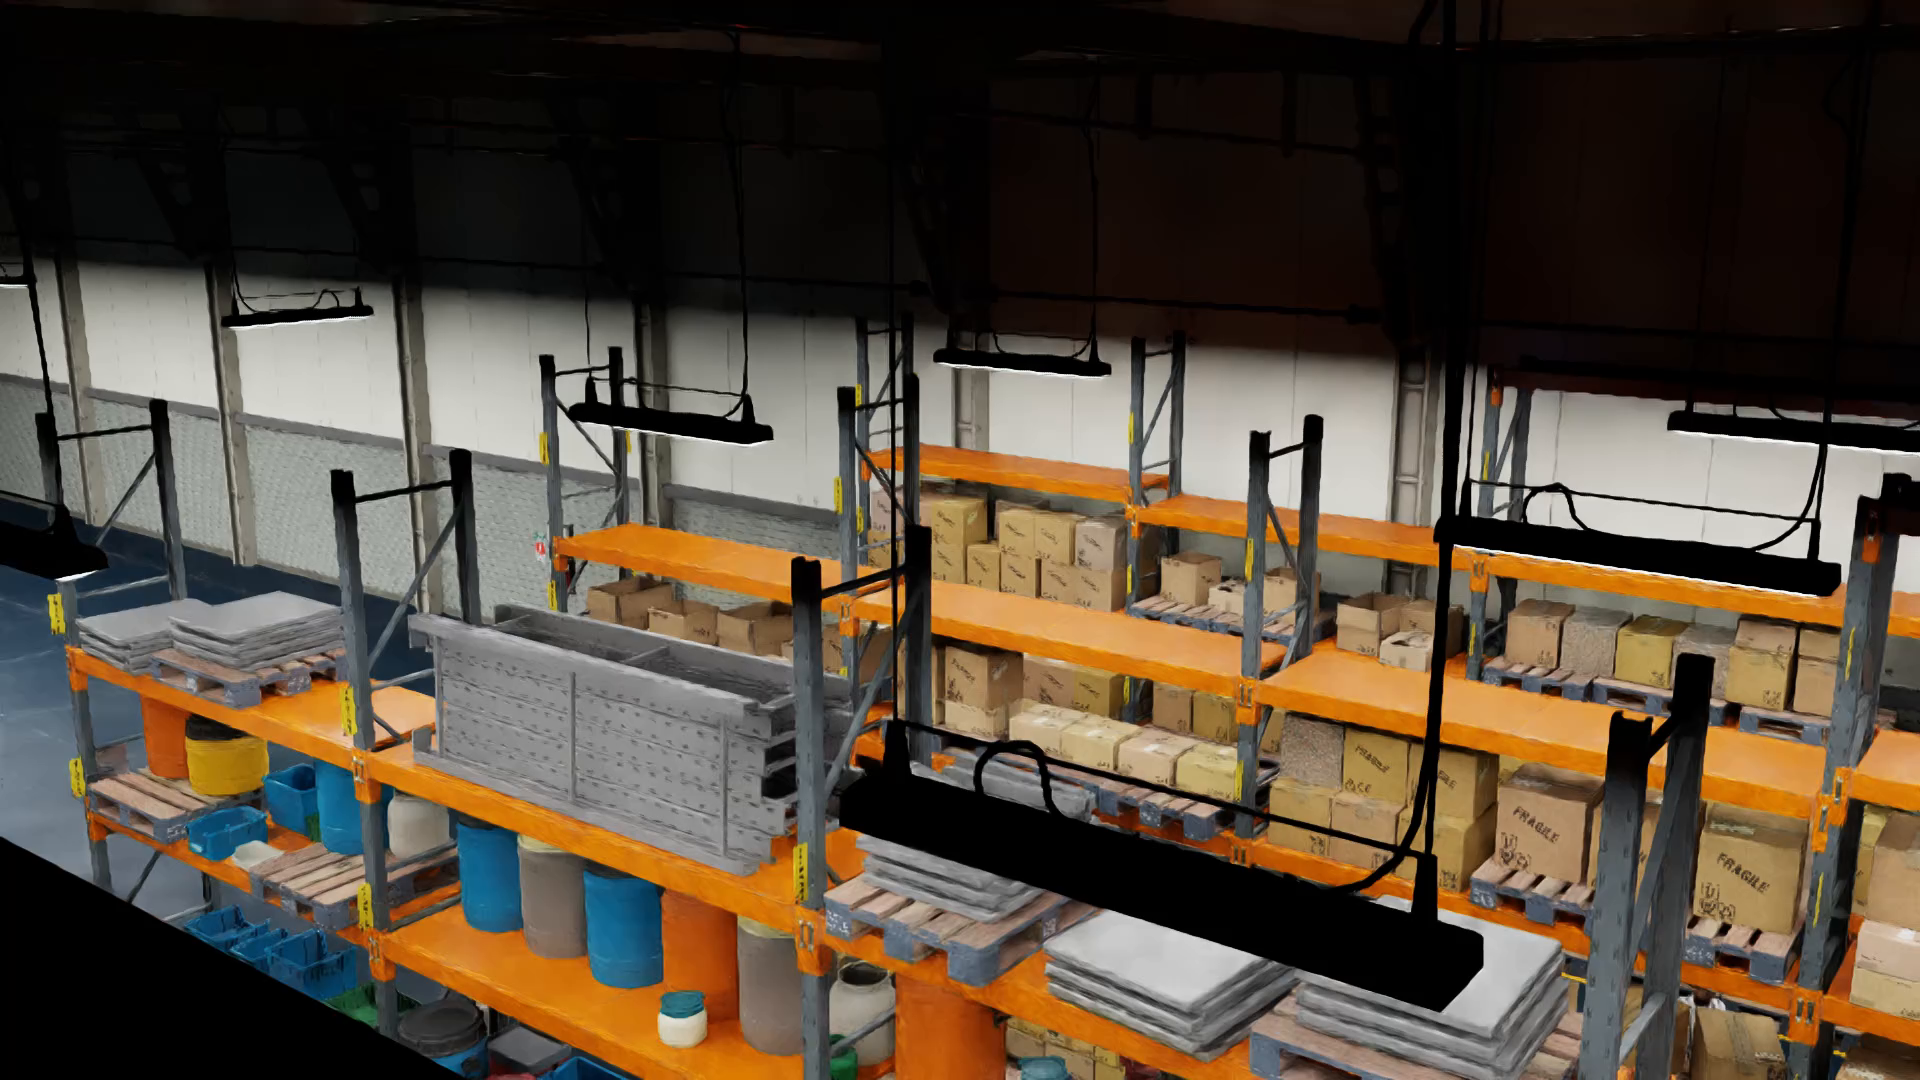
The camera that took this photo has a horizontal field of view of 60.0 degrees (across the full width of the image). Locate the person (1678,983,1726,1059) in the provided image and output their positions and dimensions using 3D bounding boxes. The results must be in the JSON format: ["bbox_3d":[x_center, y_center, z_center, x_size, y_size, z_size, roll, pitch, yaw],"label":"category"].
[{"bbox_3d":[5.912,4.224,13.299,0.610,1.689,0.468,2,13,8],"label":"person"}]

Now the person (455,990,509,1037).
[{"bbox_3d":[-4.055,4.017,14.433,0.850,1.594,0.624,8,15,31],"label":"person"}]
